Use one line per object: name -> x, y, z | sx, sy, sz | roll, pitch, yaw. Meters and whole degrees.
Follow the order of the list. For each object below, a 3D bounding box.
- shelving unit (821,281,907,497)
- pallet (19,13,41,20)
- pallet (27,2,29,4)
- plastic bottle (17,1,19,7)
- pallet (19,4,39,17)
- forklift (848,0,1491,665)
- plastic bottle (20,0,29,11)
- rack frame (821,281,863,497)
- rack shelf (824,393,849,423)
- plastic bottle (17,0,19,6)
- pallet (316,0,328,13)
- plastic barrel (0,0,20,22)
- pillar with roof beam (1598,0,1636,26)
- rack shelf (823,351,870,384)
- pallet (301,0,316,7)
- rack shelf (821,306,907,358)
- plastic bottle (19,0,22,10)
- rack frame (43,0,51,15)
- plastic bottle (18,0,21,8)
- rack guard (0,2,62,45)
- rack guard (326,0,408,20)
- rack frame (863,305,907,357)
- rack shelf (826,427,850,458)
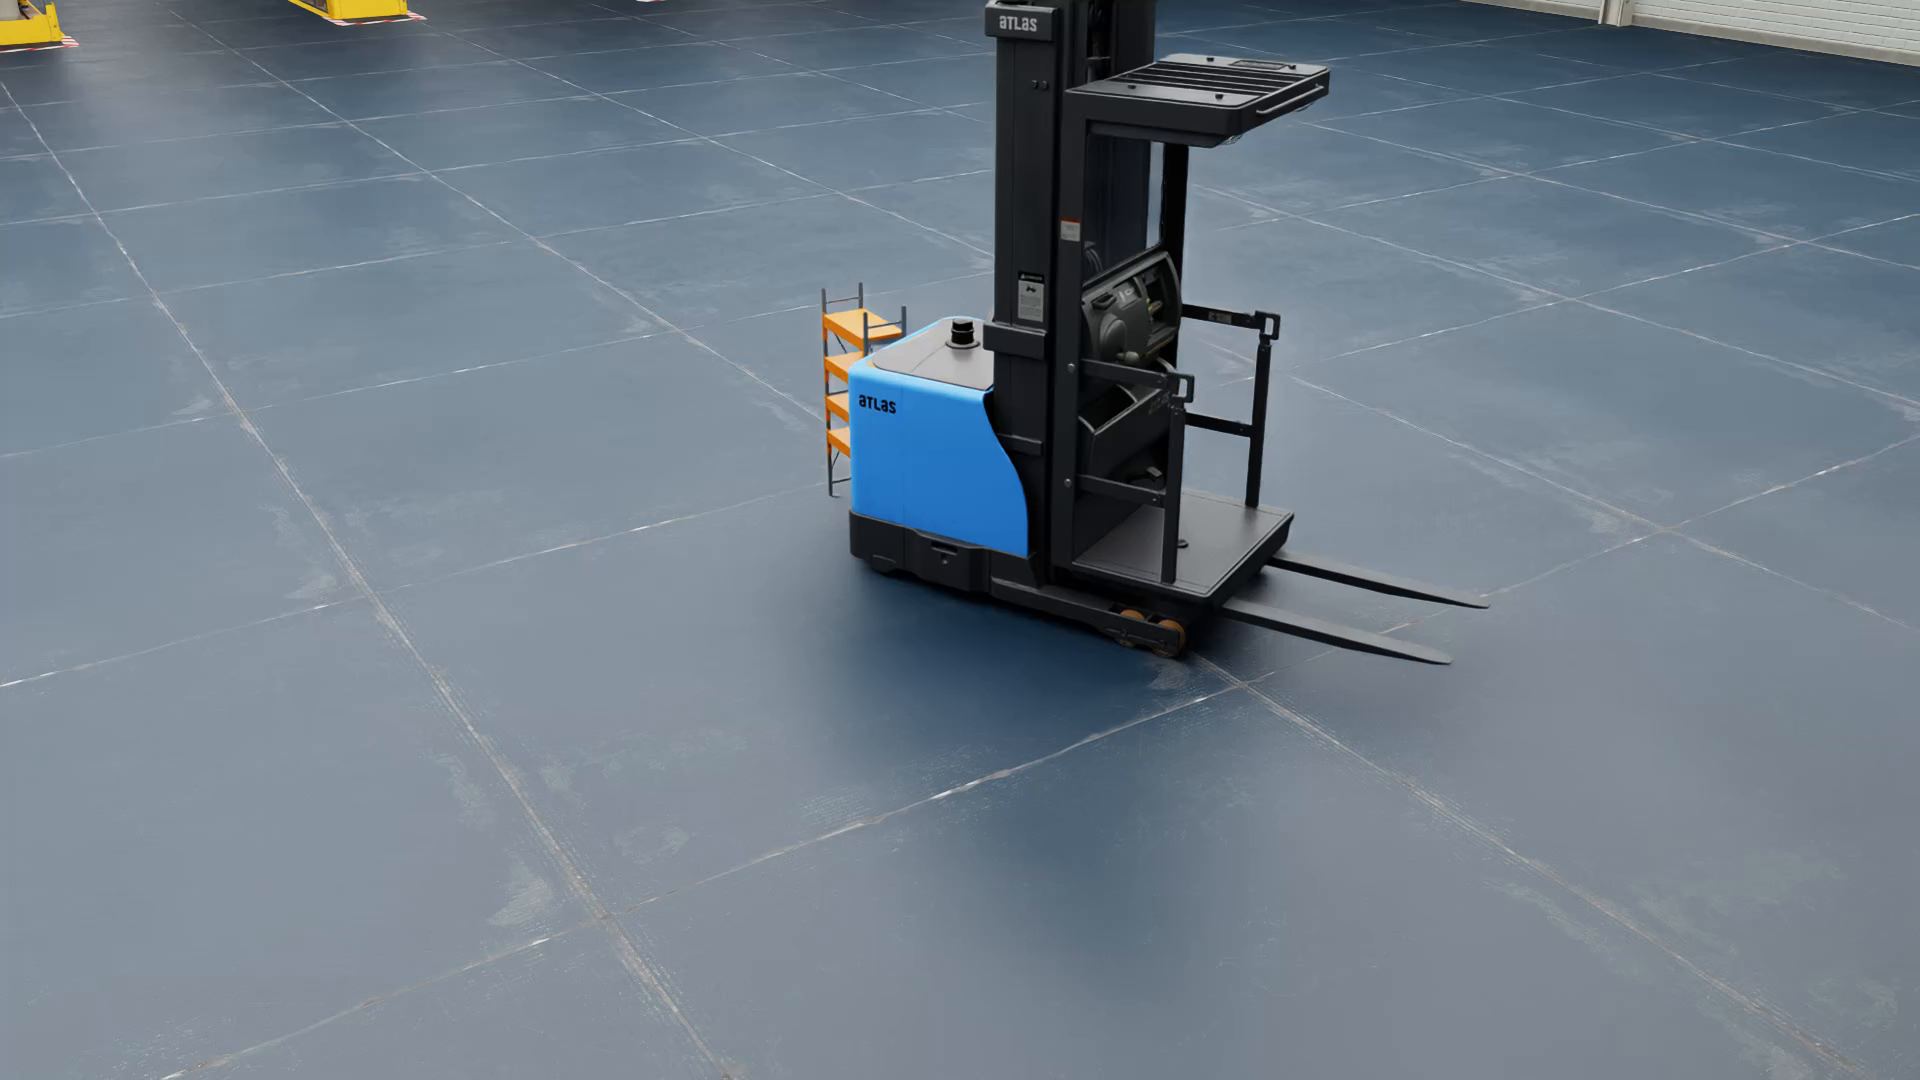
shelving unit -> -0.503, -0.716, 8.862 | 0.258, 1.200, 0.503 | -14, 29, -27
pallet -> -14.000, -7.535, 24.464 | 1.003, 0.211, 1.213 | -16, 29, -30
pallet -> -15.332, -8.408, 26.313 | 1.003, 0.211, 1.213 | -16, 29, -30
plastic bottle -> -14.505, -8.336, 25.658 | 0.097, 0.201, 0.097 | 0, 25, 0
pallet -> -14.662, -7.971, 25.388 | 1.003, 0.211, 1.213 | -16, 29, -30
forklift -> 0.968, -1.049, 7.539 | 3.031, 2.935, 1.130 | 14, 29, 28
plastic bottle -> -14.209, -8.174, 25.233 | 0.097, 0.271, 0.097 | 0, 25, 0
rack frame -> -0.625, -0.807, 9.054 | 0.240, 1.200, 0.015 | -14, 29, -27
rack shelf -> -0.503, -0.656, 8.891 | 0.258, 0.148, 0.480 | -14, 29, -27
plastic bottle -> -14.451, -8.333, 25.568 | 0.097, 0.271, 0.097 | 0, 25, 0
pallet -> -9.786, -8.707, 26.947 | 1.003, 0.211, 1.213 | -16, 29, -30
plastic barrel -> -13.904, -7.770, 24.119 | 0.421, 0.512, 0.421 | 0, 25, 0
pillar with roof beam -> 6.448, -10.986, 21.481 | 9.100, 9.000, 0.400 | -16, 29, -30
rack shelf -> -0.503, -0.858, 8.795 | 0.258, 0.148, 0.480 | -14, 29, -27
pallet -> -10.448, -9.143, 27.871 | 1.003, 0.211, 1.213 | -16, 29, -30
rack shelf -> -0.503, -1.072, 8.694 | 0.258, 0.148, 0.480 | -14, 29, -27
plastic bottle -> -14.266, -8.180, 25.326 | 0.097, 0.201, 0.097 | 0, 25, 0
rack frame -> -13.480, -8.488, 23.216 | 1.000, 3.000, 0.127 | -16, 29, -30
plastic bottle -> -14.396, -8.297, 25.492 | 0.097, 0.271, 0.097 | 0, 25, 0
rack guard -> -13.561, -7.374, 23.784 | 1.175, 0.500, 0.348 | -16, 29, -30
rack guard -> -9.372, -8.539, 26.253 | 1.175, 0.500, 0.348 | -16, 29, -30
rack frame -> -0.382, -0.626, 8.671 | 0.240, 1.200, 0.015 | -14, 29, -27
rack shelf -> -0.503, -0.476, 8.976 | 0.258, 0.148, 0.480 | -14, 29, -27
